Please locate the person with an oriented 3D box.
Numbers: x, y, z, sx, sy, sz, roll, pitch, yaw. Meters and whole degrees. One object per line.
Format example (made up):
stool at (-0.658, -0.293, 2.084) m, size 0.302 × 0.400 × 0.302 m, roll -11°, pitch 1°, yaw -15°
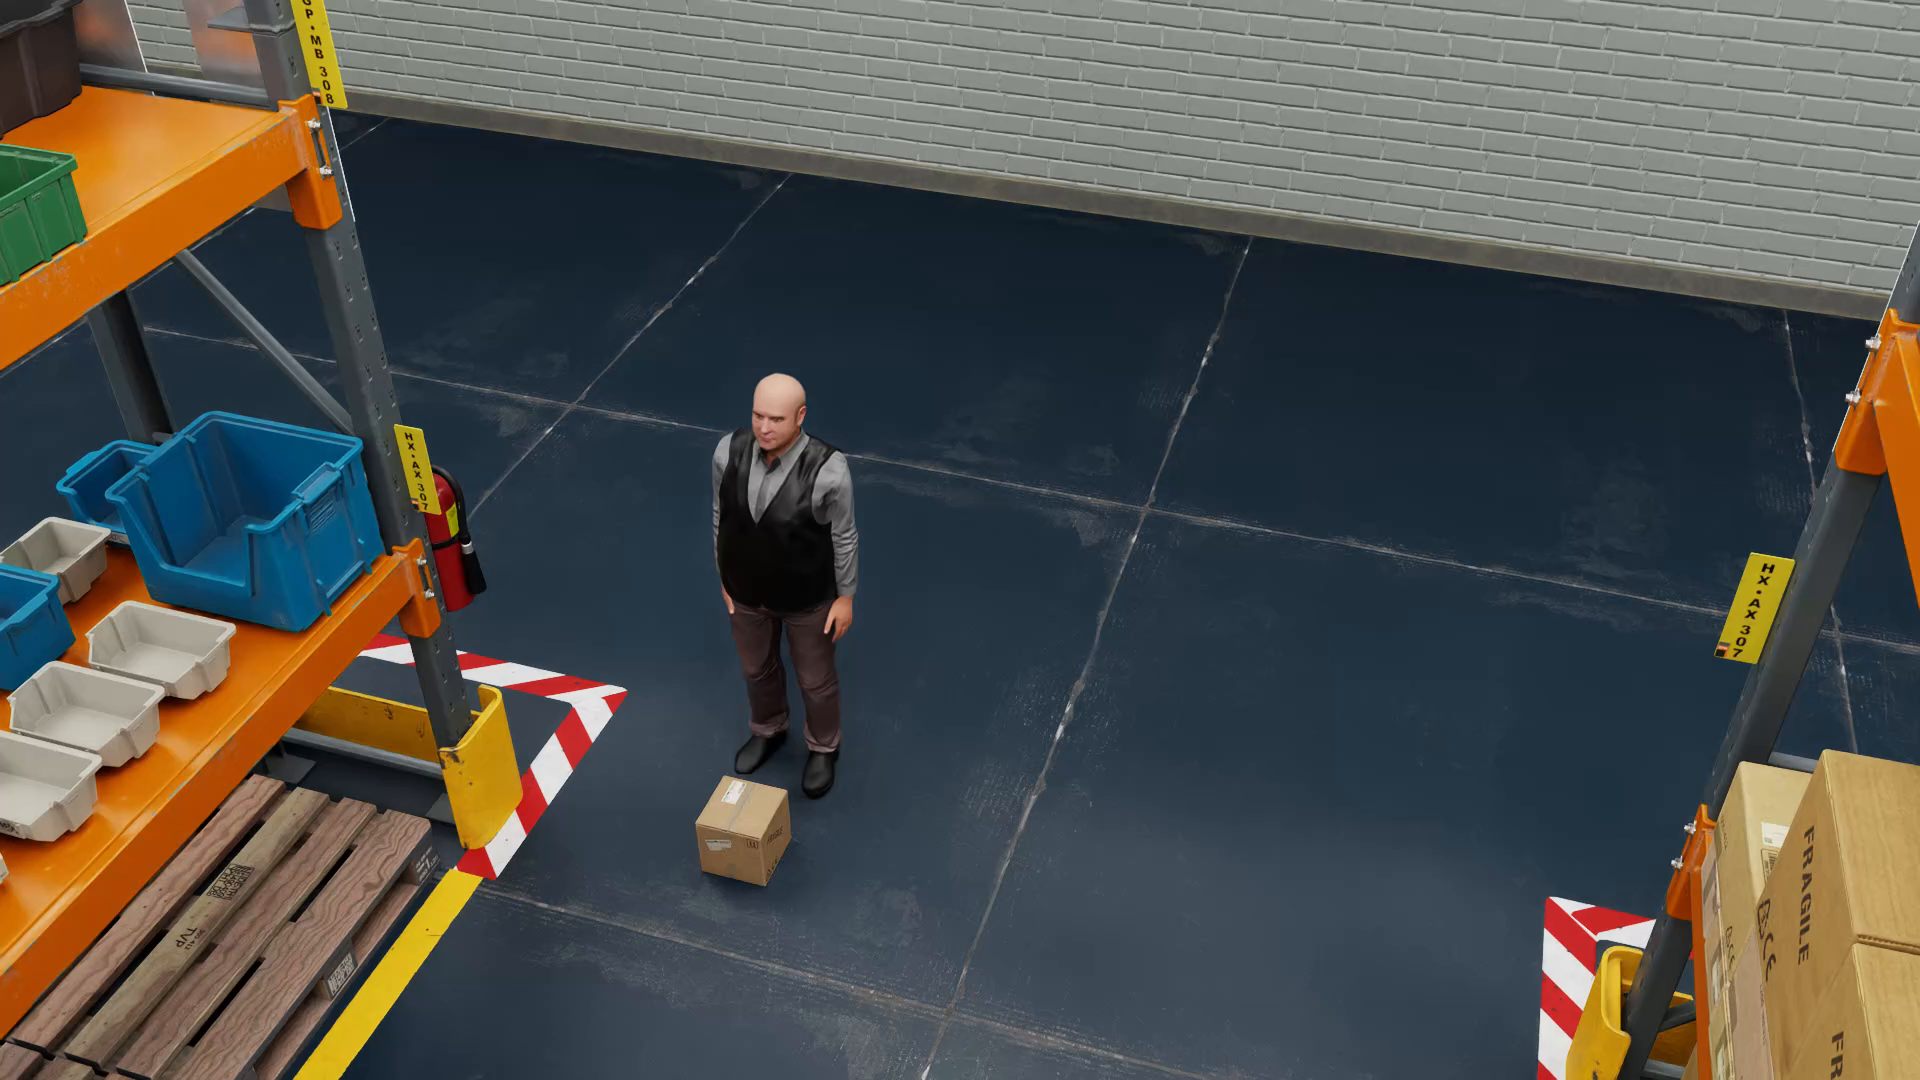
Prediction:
person at (-0.622, 0.190, 5.934) m, size 0.539 × 1.744 × 0.361 m, roll 11°, pitch 38°, yaw 14°
